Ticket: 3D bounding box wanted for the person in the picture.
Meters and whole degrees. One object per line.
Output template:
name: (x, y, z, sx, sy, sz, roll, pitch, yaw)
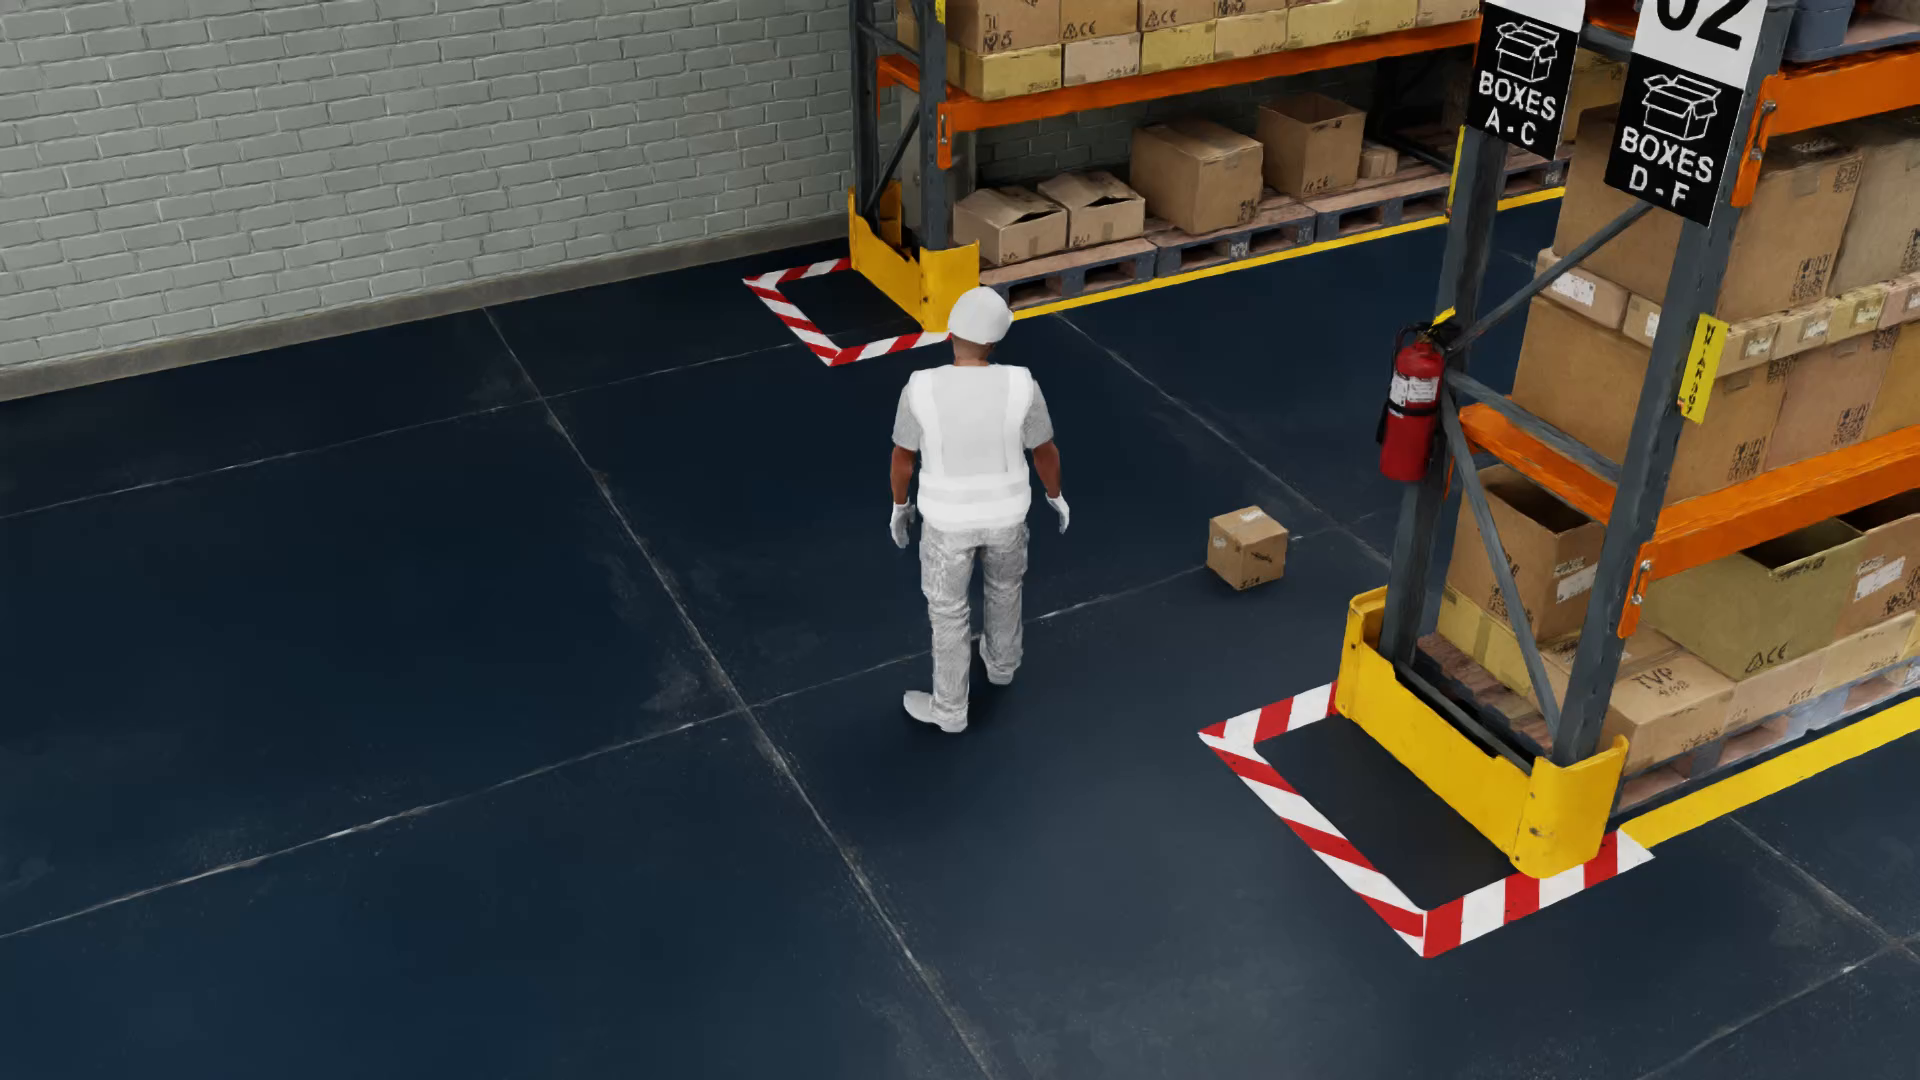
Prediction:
person: (0.074, -0.151, 6.309, 0.690, 1.784, 0.581, -5, 33, -8)
